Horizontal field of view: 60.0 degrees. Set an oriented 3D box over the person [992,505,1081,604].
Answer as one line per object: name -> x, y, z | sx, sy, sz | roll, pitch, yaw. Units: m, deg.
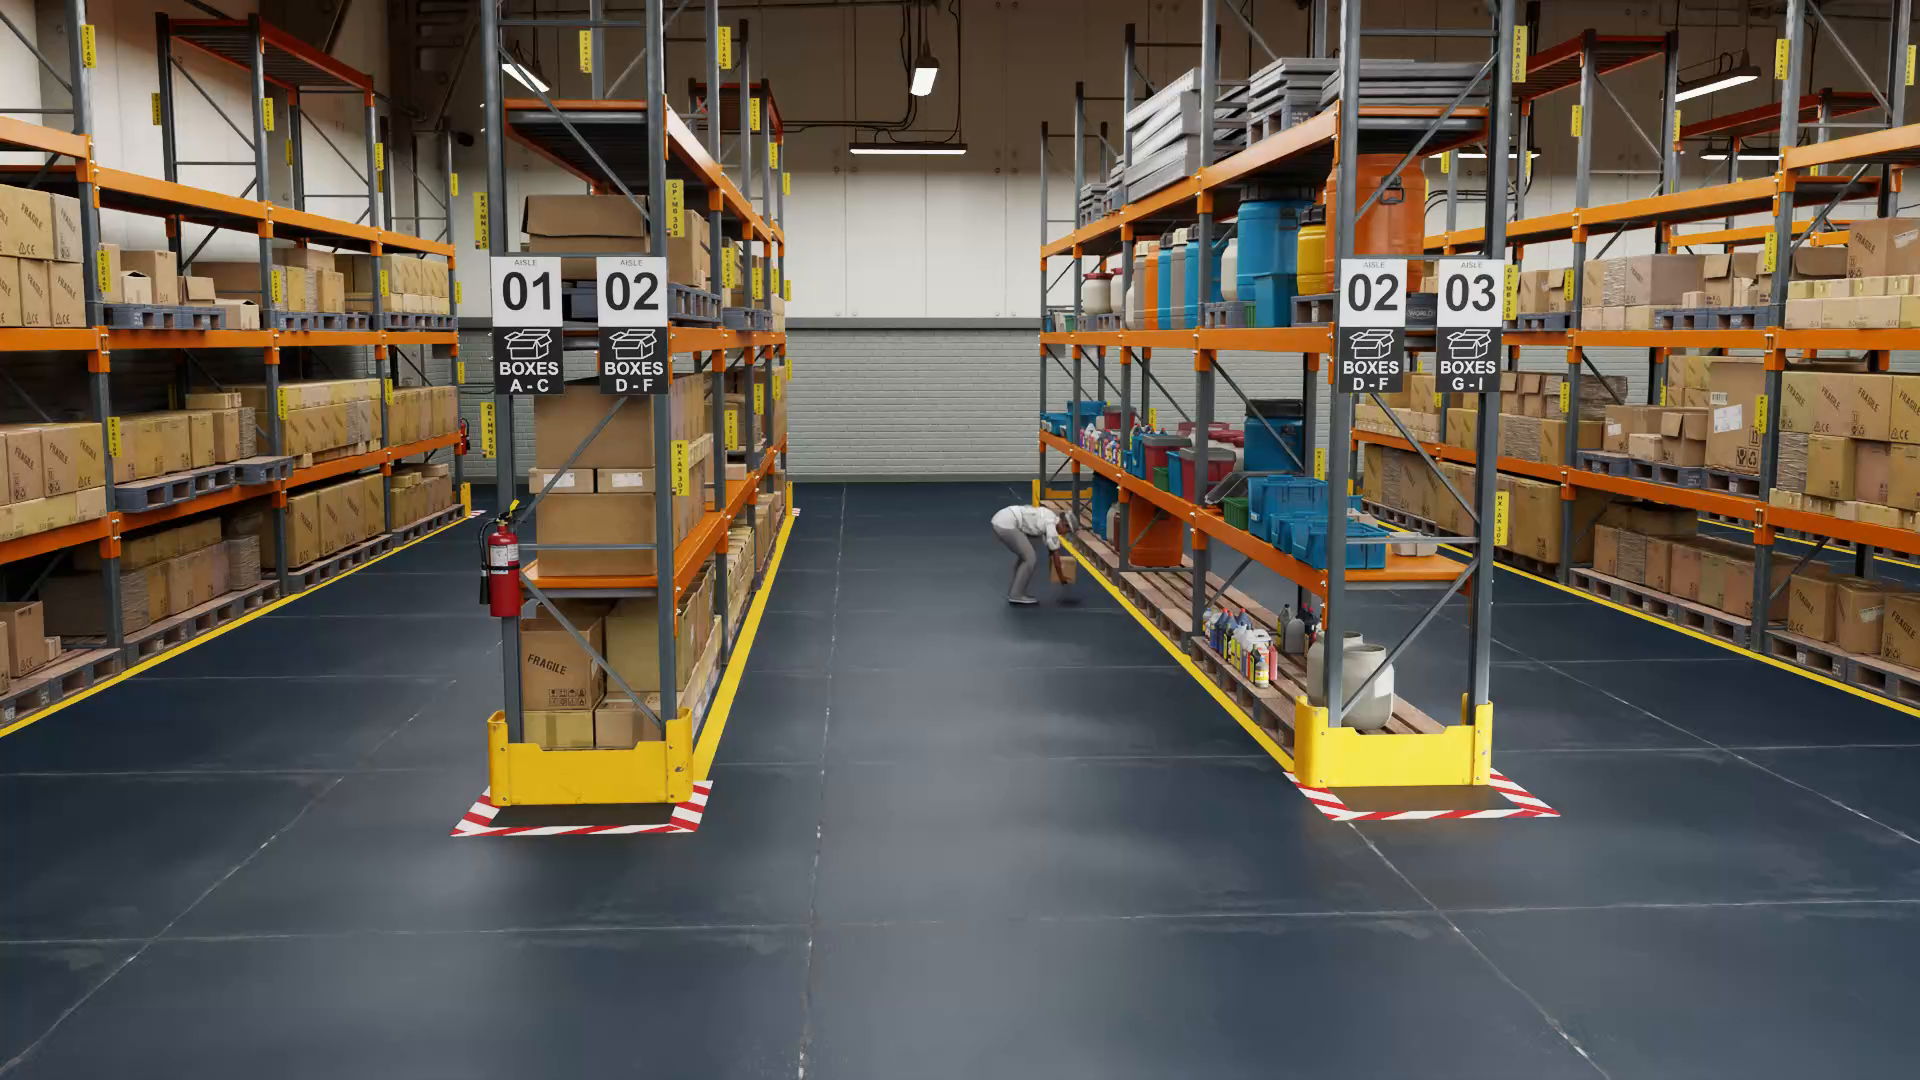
person -> 0.796, 0.143, 17.292 | 0.934, 1.009, 0.423 | -1, 7, -6
